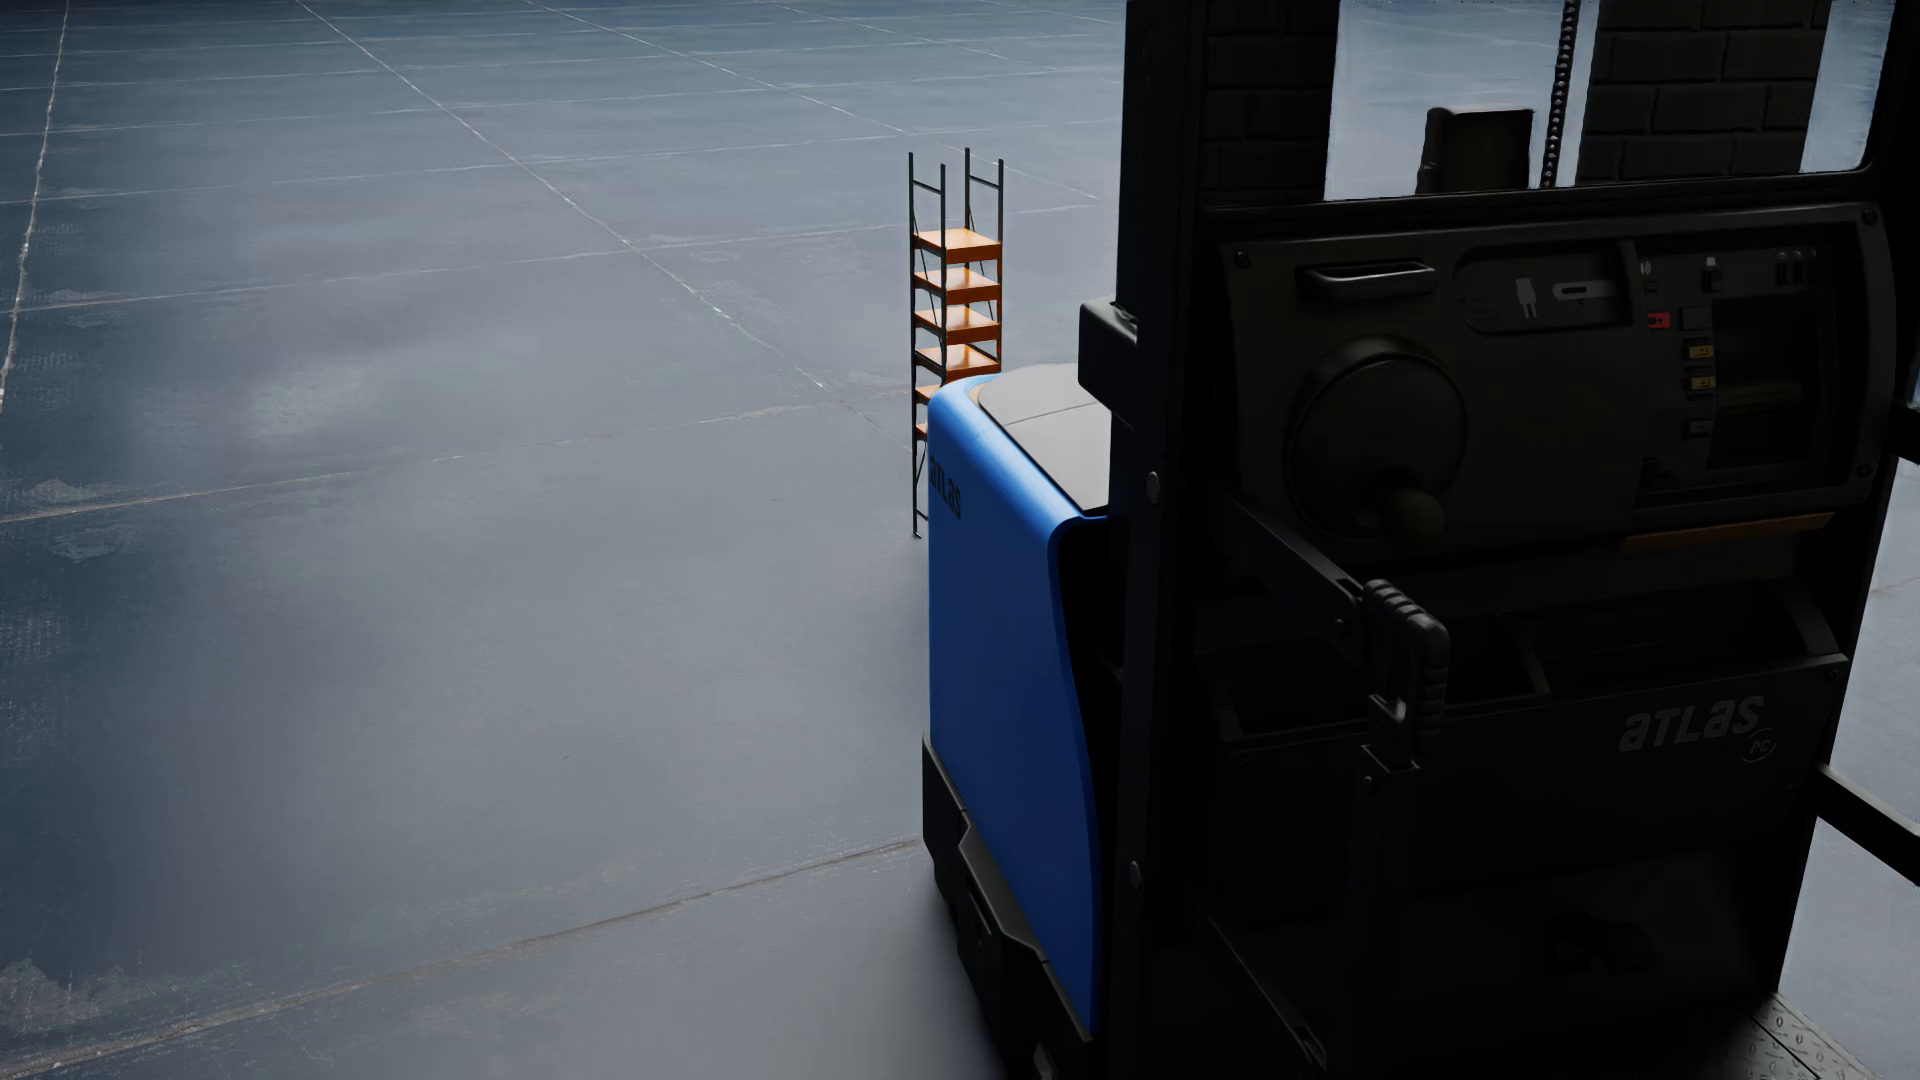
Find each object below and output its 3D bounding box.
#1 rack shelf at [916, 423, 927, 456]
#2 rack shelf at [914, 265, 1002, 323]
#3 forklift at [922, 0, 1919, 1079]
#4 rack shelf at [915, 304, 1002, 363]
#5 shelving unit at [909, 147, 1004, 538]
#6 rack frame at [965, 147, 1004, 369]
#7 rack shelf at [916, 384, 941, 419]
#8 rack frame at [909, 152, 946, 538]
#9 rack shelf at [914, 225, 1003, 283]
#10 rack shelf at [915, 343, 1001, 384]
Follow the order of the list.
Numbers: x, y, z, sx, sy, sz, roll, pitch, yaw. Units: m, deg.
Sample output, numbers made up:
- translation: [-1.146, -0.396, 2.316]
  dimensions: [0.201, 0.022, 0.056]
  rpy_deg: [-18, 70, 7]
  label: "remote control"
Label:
- translation: [-0.013, -0.289, 5.124]
  dimensions: [0.180, 0.103, 0.258]
  rpy_deg: [-10, 25, -24]
  label: "rack shelf"
- translation: [-0.013, -0.733, 4.940]
  dimensions: [0.180, 0.103, 0.258]
  rpy_deg: [-10, 25, -24]
  label: "rack shelf"
- translation: [0.817, -0.185, 1.865]
  dimensions: [1.130, 2.935, 3.031]
  rpy_deg: [-6, 23, -15]
  label: "forklift"
- translation: [-0.013, -0.622, 4.986]
  dimensions: [0.180, 0.103, 0.258]
  rpy_deg: [-10, 25, -24]
  label: "rack shelf"
- translation: [-0.013, -0.552, 5.015]
  dimensions: [0.189, 1.200, 0.258]
  rpy_deg: [-10, 25, -24]
  label: "shelving unit"
- translation: [0.069, -0.567, 5.051]
  dimensions: [0.006, 1.200, 0.240]
  rpy_deg: [-10, 25, -24]
  label: "rack frame"
- translation: [-0.013, -0.400, 5.078]
  dimensions: [0.180, 0.103, 0.258]
  rpy_deg: [-10, 25, -24]
  label: "rack shelf"
- translation: [-0.095, -0.537, 4.978]
  dimensions: [0.006, 1.200, 0.240]
  rpy_deg: [-10, 25, -24]
  label: "rack frame"
- translation: [-0.013, -0.844, 4.894]
  dimensions: [0.180, 0.103, 0.258]
  rpy_deg: [-10, 25, -24]
  label: "rack shelf"
- translation: [-0.013, -0.511, 5.032]
  dimensions: [0.180, 0.103, 0.258]
  rpy_deg: [-10, 25, -24]
  label: "rack shelf"
